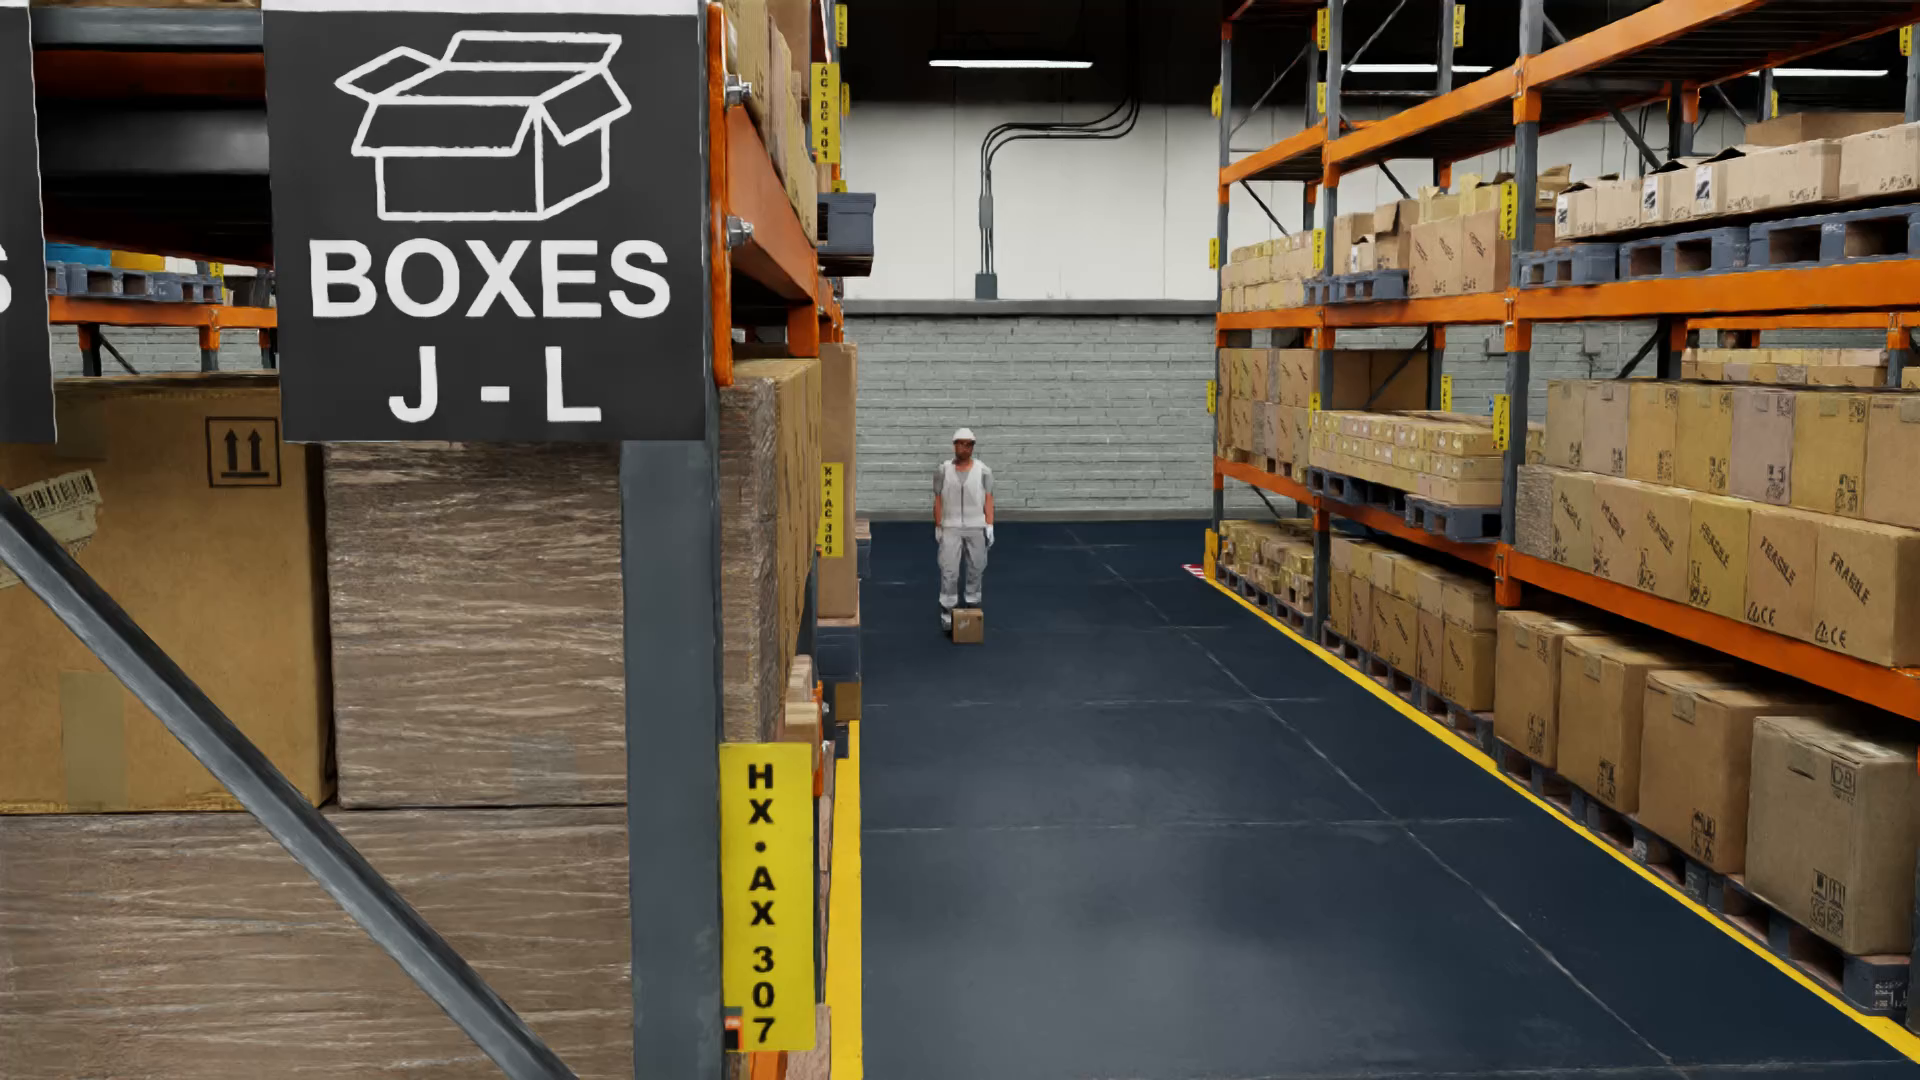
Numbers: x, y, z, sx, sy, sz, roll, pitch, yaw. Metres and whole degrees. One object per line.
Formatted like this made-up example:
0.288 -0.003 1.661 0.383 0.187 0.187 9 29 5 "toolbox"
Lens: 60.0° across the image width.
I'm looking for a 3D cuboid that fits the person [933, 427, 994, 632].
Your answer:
0.035 -0.078 14.356 0.528 1.788 0.469 0 7 -3 "person"
